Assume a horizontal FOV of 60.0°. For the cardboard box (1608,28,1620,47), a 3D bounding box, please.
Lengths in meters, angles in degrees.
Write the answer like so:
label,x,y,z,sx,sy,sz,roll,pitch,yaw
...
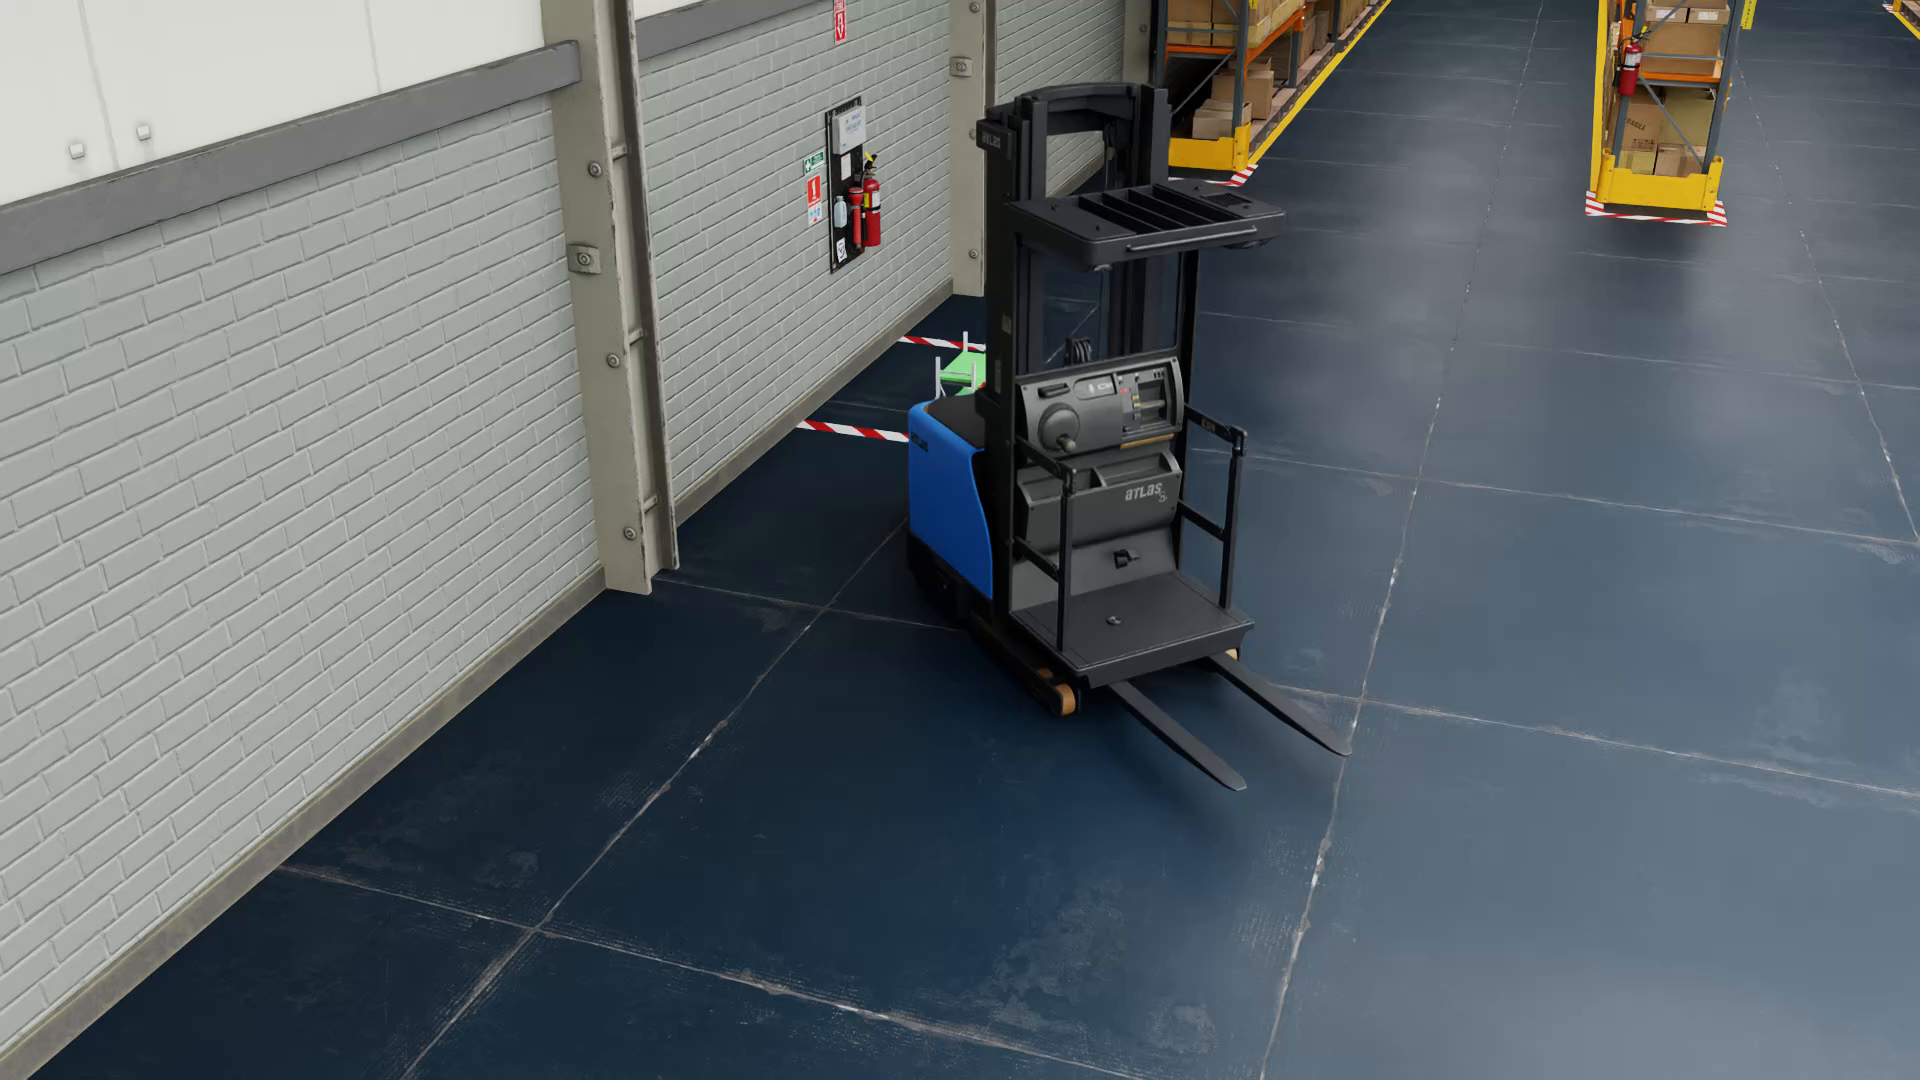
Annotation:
label,x,y,z,sx,sy,sz,roll,pitch,yaw
cardboard box,9.410,-7.039,23.377,0.500,0.311,0.500,8,27,16

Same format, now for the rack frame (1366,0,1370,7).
label,x,y,z,sx,sy,sz,roll,pitch,yaw
rack frame,6.687,-10.586,28.672,1.000,3.000,0.127,9,27,17

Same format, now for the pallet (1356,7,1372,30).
label,x,y,z,sx,sy,sz,roll,pitch,yaw
pallet,6.501,-9.003,28.602,1.003,0.211,1.213,9,27,17

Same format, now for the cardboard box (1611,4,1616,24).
label,x,y,z,sx,sy,sz,roll,pitch,yaw
cardboard box,10.291,-7.929,25.548,0.500,0.500,0.500,8,27,16

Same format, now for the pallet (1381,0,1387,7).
label,x,y,z,sx,sy,sz,roll,pitch,yaw
pallet,7.418,-10.135,30.940,1.003,0.211,1.213,9,27,17

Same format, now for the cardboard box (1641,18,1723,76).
label,x,y,z,sx,sy,sz,roll,pitch,yaw
cardboard box,7.534,-5.173,17.377,0.700,0.500,0.500,9,27,17

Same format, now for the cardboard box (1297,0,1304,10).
label,x,y,z,sx,sy,sz,roll,pitch,yaw
cardboard box,4.153,-7.001,21.417,0.500,0.250,0.500,9,27,18

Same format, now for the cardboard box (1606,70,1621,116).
label,x,y,z,sx,sy,sz,roll,pitch,yaw
cardboard box,7.751,-5.109,19.172,0.500,0.500,0.500,9,27,17

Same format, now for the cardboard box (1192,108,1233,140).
label,x,y,z,sx,sy,sz,roll,pitch,yaw
cardboard box,3.009,-4.914,19.537,0.500,0.311,0.500,6,26,12

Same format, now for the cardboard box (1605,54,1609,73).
label,x,y,z,sx,sy,sz,roll,pitch,yaw
cardboard box,9.243,-6.583,23.077,0.500,0.250,0.500,8,27,16

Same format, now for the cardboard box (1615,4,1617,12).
label,x,y,z,sx,sy,sz,roll,pitch,yaw
cardboard box,10.133,-8.078,24.995,0.500,0.250,0.500,10,28,19

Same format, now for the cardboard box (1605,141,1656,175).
label,x,y,z,sx,sy,sz,roll,pitch,yaw
cardboard box,7.266,-4.152,18.057,0.500,0.250,0.500,9,27,17

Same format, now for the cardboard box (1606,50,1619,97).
label,x,y,z,sx,sy,sz,roll,pitch,yaw
cardboard box,8.248,-5.725,20.445,0.500,0.500,0.500,9,27,17

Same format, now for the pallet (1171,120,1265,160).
label,x,y,z,sx,sy,sz,roll,pitch,yaw
pallet,3.023,-4.759,19.838,1.003,0.211,1.213,9,27,17

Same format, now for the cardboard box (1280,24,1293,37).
label,x,y,z,sx,sy,sz,roll,pitch,yaw
cardboard box,4.397,-7.195,23.171,0.500,0.250,0.500,8,27,16

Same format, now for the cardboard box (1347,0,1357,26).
label,x,y,z,sx,sy,sz,roll,pitch,yaw
cardboard box,6.022,-8.806,26.980,0.750,0.750,0.750,9,27,17

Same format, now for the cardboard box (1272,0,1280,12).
label,x,y,z,sx,sy,sz,roll,pitch,yaw
cardboard box,3.488,-6.499,19.520,0.500,0.500,0.500,8,27,16

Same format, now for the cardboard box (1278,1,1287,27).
label,x,y,z,sx,sy,sz,roll,pitch,yaw
cardboard box,3.660,-6.382,20.138,0.500,0.250,0.500,9,27,18

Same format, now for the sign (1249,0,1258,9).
label,x,y,z,sx,sy,sz,roll,pitch,yaw
sign,3.205,-5.966,18.135,0.100,0.325,0.005,9,27,17

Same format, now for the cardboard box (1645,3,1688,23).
label,x,y,z,sx,sy,sz,roll,pitch,yaw
cardboard box,7.314,-5.459,17.224,0.380,0.149,0.250,8,27,17

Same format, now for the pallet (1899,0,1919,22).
label,x,y,z,sx,sy,sz,roll,pitch,yaw
pallet,17.049,-9.205,29.019,1.003,0.211,1.213,9,27,17

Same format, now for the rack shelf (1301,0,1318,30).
label,x,y,z,sx,sy,sz,roll,pitch,yaw
rack shelf,4.690,-7.796,23.736,1.077,0.370,4.000,9,27,17

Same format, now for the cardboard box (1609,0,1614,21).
label,x,y,z,sx,sy,sz,roll,pitch,yaw
cardboard box,10.969,-8.779,27.302,0.500,0.500,0.500,8,27,15

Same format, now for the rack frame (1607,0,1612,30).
label,x,y,z,sx,sy,sz,roll,pitch,yaw
rack frame,11.359,-9.869,27.191,1.000,3.000,0.127,9,27,17

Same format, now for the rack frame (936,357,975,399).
label,x,y,z,sx,sy,sz,roll,pitch,yaw
rack frame,-0.026,-0.508,9.922,0.240,1.200,0.015,9,27,17

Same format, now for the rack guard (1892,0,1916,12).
label,x,y,z,sx,sy,sz,roll,pitch,yaw
rack guard,17.356,-9.680,29.668,1.175,0.500,0.348,9,27,17

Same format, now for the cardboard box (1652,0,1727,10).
label,x,y,z,sx,sy,sz,roll,pitch,yaw
cardboard box,7.551,-5.778,17.139,0.700,0.500,0.500,9,27,18

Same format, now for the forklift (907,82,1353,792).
label,x,y,z,sx,sy,sz,roll,pitch,yaw
forklift,0.824,-0.649,8.227,1.130,2.935,3.031,-13,29,-25

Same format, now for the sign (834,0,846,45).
label,x,y,z,sx,sy,sz,roll,pitch,yaw
sign,-0.841,-3.646,11.679,0.001,0.298,0.199,9,27,17

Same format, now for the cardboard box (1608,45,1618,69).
label,x,y,z,sx,sy,sz,roll,pitch,yaw
cardboard box,8.897,-6.413,22.082,0.500,0.311,0.500,9,27,17

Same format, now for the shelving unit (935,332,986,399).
label,x,y,z,sx,sy,sz,roll,pitch,yaw
shelving unit,0.055,-0.608,10.129,0.258,1.200,0.503,9,27,17

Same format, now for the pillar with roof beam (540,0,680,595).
label,x,y,z,sx,sy,sz,roll,pitch,yaw
pillar with roof beam,2.177,-3.212,6.558,9.100,9.000,0.400,9,27,17

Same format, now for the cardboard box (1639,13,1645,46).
label,x,y,z,sx,sy,sz,roll,pitch,yaw
cardboard box,8.046,-5.809,18.691,0.700,0.500,0.500,10,27,19

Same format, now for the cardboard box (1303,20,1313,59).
label,x,y,z,sx,sy,sz,roll,pitch,yaw
cardboard box,4.746,-7.308,24.266,0.700,0.500,0.500,9,27,17

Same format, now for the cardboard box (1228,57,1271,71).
label,x,y,z,sx,sy,sz,roll,pitch,yaw
cardboard box,3.717,-5.939,21.438,0.500,0.500,0.500,7,27,14

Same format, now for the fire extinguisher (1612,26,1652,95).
label,x,y,z,sx,sy,sz,roll,pitch,yaw
fire extinguisher,6.889,-4.922,17.062,0.296,0.674,0.183,9,27,17

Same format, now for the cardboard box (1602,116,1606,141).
label,x,y,z,sx,sy,sz,roll,pitch,yaw
cardboard box,7.754,-4.770,19.334,0.500,0.250,0.500,9,27,17

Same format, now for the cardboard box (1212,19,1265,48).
label,x,y,z,sx,sy,sz,roll,pitch,yaw
cardboard box,3.155,-5.750,18.834,0.500,0.250,0.500,8,27,16

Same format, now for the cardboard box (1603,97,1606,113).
label,x,y,z,sx,sy,sz,roll,pitch,yaw
cardboard box,8.257,-5.386,20.606,0.500,0.250,0.500,9,27,17

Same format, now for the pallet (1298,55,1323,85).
label,x,y,z,sx,sy,sz,roll,pitch,yaw
pallet,4.687,-6.866,24.189,1.003,0.211,1.213,9,27,17

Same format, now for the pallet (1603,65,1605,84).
label,x,y,z,sx,sy,sz,roll,pitch,yaw
pallet,9.718,-6.638,23.717,1.003,0.211,1.213,9,27,17

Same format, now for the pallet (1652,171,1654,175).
label,x,y,z,sx,sy,sz,roll,pitch,yaw
pallet,7.581,-4.003,18.275,1.003,0.211,1.213,9,27,17

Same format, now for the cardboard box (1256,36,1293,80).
label,x,y,z,sx,sy,sz,roll,pitch,yaw
cardboard box,4.254,-6.676,22.960,0.700,0.500,0.500,10,27,19

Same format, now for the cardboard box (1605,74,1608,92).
label,x,y,z,sx,sy,sz,roll,pitch,yaw
cardboard box,8.732,-5.953,21.776,0.500,0.250,0.500,8,27,17
